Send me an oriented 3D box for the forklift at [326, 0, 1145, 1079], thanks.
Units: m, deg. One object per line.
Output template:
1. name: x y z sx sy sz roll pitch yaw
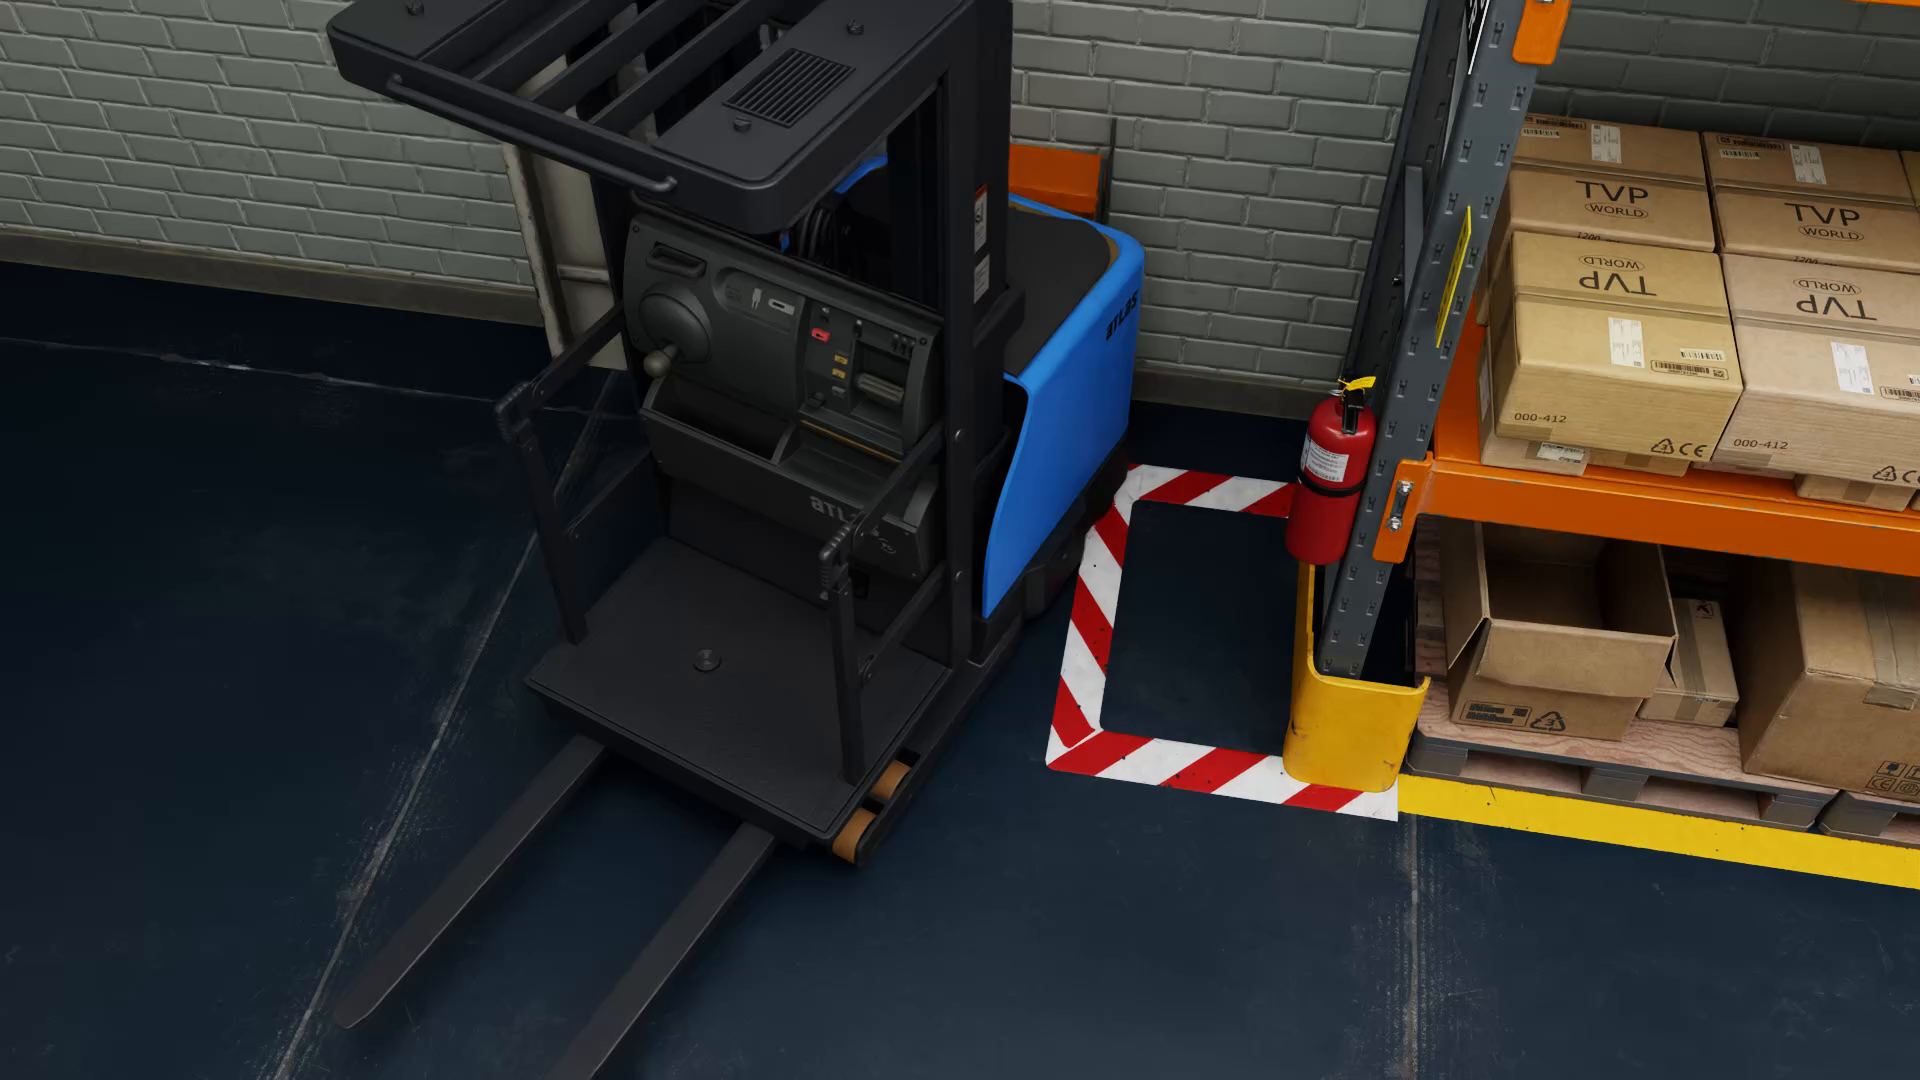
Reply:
1. forklift: -0.588 -0.429 4.165 1.130 2.935 3.031 23 52 20

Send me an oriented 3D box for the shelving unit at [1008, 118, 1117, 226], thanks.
1. shelving unit: 0.228 -0.897 5.744 0.503 1.200 0.258 10 47 8

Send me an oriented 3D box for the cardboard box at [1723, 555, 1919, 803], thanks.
1. cardboard box: 2.603 0.301 4.861 0.500 0.500 0.700 9 49 8

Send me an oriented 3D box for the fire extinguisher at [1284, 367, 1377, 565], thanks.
1. fire extinguisher: 0.957 -0.217 4.231 0.183 0.674 0.296 8 49 7

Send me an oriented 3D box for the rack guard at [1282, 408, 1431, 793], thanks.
1. rack guard: 1.259 0.159 5.271 0.348 0.500 1.175 8 49 7

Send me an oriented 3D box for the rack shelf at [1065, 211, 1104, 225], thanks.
1. rack shelf: 0.230 -1.006 5.632 0.480 0.148 0.258 10 47 8

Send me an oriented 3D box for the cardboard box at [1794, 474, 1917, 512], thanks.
1. cardboard box: 2.220 -0.270 4.145 0.250 0.149 0.380 9 49 8

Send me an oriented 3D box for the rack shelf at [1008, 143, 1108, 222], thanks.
1. rack shelf: 0.232 -1.171 5.462 0.480 0.148 0.258 10 47 8

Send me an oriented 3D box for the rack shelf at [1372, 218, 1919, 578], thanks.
1. rack shelf: 3.152 -0.181 4.380 4.000 0.370 1.077 8 49 7

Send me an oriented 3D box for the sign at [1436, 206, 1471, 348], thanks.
1. sign: 1.087 -0.578 3.671 0.005 0.325 0.100 8 49 7

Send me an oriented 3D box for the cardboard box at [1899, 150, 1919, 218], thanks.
1. cardboard box: 2.677 -0.731 4.291 0.500 0.250 0.500 9 49 8

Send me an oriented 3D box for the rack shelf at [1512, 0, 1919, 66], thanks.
1. rack shelf: 3.152 -1.184 3.264 4.000 0.370 1.077 8 49 7

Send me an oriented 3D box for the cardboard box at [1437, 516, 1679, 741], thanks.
1. cardboard box: 1.769 0.158 4.987 0.637 0.503 0.797 6 48 5

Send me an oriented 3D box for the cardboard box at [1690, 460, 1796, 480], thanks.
1. cardboard box: 1.982 -0.349 4.216 0.250 0.149 0.380 7 48 6

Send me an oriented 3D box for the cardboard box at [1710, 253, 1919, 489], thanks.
1. cardboard box: 2.079 -0.412 4.004 0.500 0.250 0.500 8 49 7

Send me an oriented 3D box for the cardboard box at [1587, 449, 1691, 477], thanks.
1. cardboard box: 1.717 -0.358 4.224 0.250 0.149 0.380 9 49 8

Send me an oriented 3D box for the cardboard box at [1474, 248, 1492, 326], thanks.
1. cardboard box: 1.558 -0.755 4.581 0.250 0.149 0.380 7 48 6

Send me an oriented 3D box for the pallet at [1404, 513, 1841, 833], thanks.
1. pallet: 2.043 0.361 5.284 1.213 0.211 1.003 8 49 7

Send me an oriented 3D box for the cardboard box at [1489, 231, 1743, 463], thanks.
1. cardboard box: 1.582 -0.478 4.064 0.500 0.250 0.500 8 49 7

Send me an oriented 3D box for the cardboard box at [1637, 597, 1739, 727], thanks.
1. cardboard box: 2.180 0.361 5.043 0.250 0.149 0.380 6 48 5

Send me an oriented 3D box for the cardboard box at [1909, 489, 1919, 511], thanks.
1. cardboard box: 2.482 -0.239 4.117 0.250 0.149 0.380 8 49 7

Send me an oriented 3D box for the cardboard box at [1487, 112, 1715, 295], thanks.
1. cardboard box: 1.684 -0.869 4.415 0.500 0.250 0.500 9 49 8

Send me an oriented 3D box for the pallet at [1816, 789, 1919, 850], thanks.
1. pallet: 3.240 0.524 5.138 1.213 0.211 1.003 8 49 7

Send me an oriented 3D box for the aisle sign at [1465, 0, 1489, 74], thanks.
1. aisle sign: 1.064 -1.349 3.198 0.004 0.787 0.394 8 49 7

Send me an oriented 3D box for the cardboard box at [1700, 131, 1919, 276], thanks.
1. cardboard box: 2.191 -0.800 4.353 0.500 0.250 0.500 8 49 7

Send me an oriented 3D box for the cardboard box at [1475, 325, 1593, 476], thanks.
1. cardboard box: 1.459 -0.358 4.224 0.250 0.149 0.380 7 48 7

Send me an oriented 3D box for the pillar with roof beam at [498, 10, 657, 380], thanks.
1. pillar with roof beam: -2.075 -0.557 0.200 0.400 9.000 9.100 8 49 7

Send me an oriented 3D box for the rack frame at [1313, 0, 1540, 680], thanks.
1. rack frame: 1.184 -0.686 4.350 0.127 3.000 1.000 8 49 7

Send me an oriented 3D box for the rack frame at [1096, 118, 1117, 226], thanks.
1. rack frame: 0.466 -0.857 5.708 0.015 1.200 0.240 10 47 8
